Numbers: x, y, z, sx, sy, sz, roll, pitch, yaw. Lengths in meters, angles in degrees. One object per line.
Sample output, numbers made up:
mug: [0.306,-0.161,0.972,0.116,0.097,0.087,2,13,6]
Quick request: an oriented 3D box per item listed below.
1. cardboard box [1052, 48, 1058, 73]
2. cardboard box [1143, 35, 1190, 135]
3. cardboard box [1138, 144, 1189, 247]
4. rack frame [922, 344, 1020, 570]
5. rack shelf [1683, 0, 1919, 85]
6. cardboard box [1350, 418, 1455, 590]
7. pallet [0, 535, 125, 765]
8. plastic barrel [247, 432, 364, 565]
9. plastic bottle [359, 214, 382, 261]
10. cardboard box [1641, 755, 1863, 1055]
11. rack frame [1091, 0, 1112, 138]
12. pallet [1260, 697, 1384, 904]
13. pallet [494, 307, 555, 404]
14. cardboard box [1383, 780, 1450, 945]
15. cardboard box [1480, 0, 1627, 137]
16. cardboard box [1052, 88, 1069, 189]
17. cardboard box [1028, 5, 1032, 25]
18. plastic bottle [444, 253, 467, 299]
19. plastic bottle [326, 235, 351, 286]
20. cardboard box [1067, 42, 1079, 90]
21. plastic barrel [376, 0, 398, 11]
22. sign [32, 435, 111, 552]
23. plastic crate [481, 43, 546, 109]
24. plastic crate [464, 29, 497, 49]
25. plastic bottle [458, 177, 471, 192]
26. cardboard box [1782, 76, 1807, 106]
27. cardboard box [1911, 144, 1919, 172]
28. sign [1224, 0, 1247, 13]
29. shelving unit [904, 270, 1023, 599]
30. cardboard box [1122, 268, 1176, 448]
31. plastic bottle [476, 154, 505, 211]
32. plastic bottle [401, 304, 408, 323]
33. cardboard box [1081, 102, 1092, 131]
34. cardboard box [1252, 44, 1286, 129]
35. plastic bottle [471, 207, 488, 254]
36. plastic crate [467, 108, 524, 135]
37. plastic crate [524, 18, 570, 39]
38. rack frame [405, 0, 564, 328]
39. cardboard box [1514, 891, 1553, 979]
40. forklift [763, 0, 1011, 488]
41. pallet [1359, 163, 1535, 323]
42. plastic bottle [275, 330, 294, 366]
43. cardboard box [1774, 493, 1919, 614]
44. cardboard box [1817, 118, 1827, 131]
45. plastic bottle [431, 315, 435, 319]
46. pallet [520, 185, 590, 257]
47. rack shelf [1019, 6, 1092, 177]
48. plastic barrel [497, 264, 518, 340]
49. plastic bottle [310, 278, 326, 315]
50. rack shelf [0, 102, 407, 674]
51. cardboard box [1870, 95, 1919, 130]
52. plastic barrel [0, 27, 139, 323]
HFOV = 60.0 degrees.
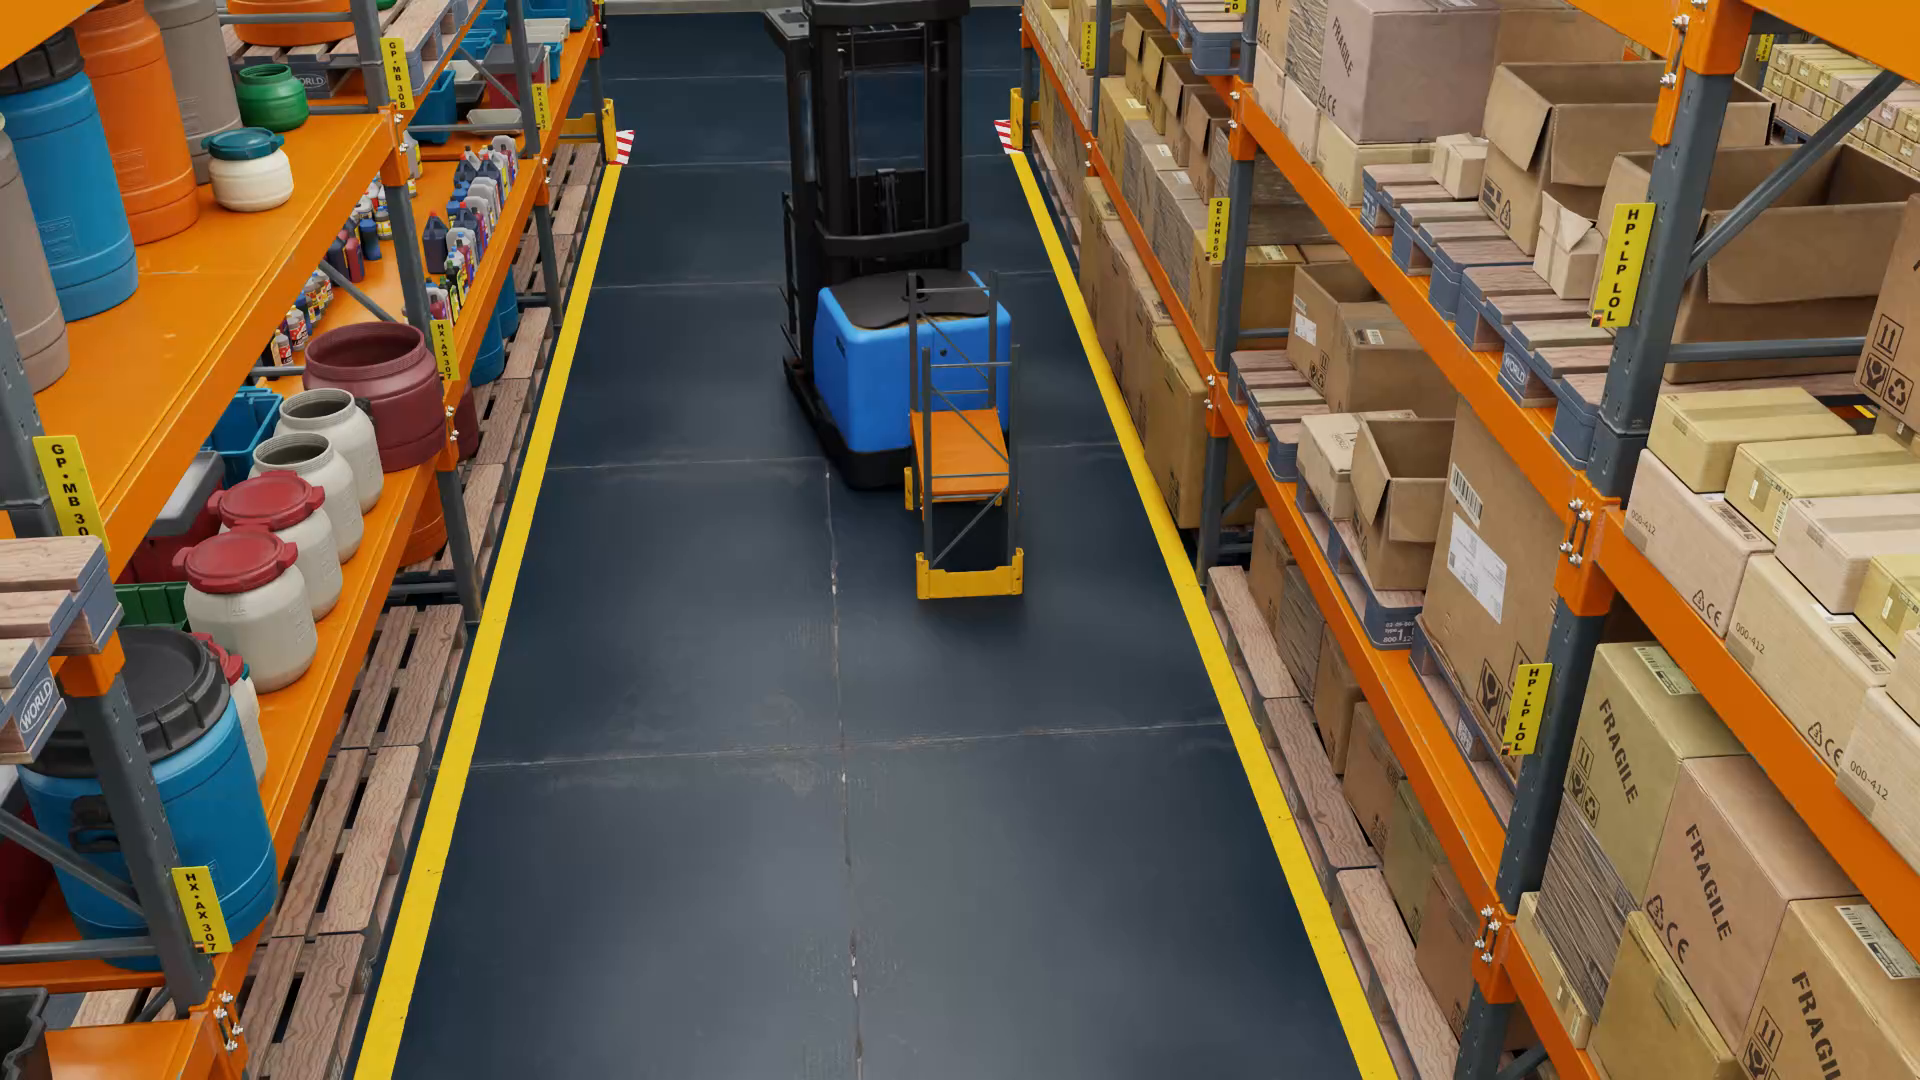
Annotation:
cardboard box: [0.963,-3.936,13.660,0.380,0.149,0.250,-2,31,-4]
cardboard box: [1.581,-2.915,10.629,0.797,0.503,0.637,-2,31,-4]
cardboard box: [1.402,-2.138,10.308,0.500,0.500,0.500,-2,31,-4]
rack frame: [0.055,-0.341,8.858,0.500,1.500,0.032,-3,31,-5]
rack shelf: [2.395,-0.278,2.144,1.077,0.370,4.000,-3,31,-5]
cardboard box: [1.954,-0.139,6.547,0.797,0.503,0.637,0,31,0]
pallet: [-2.559,0.361,3.480,1.213,0.211,1.003,-3,31,-5]
plastic barrel: [-2.749,-0.157,6.978,0.421,0.512,0.421,0,31,0]
plastic bottle: [-3.553,-1.827,10.009,0.097,0.271,0.097,0,31,0]
cardboard box: [2.045,0.864,4.016,0.500,0.500,0.500,-3,31,-5]
rack frame: [1.460,-3.118,12.045,1.000,3.000,0.127,-3,31,-5]
pallet: [2.017,1.142,7.633,1.003,0.211,1.213,-3,31,-5]
pallet: [-3.440,-1.288,11.700,1.003,0.211,1.213,-3,31,-5]
cardboard box: [2.146,1.292,6.671,0.700,0.500,0.500,-3,31,-5]
cardboard box: [2.218,-1.875,6.453,0.500,0.500,0.500,-2,31,-4]
cardboard box: [1.311,-3.641,14.583,0.875,0.875,0.875,-3,31,-5]
cardboard box: [0.817,-4.724,14.979,0.380,0.149,0.250,-3,31,-5]
plastic bottle: [-2.877,-1.502,9.466,0.097,0.271,0.097,0,31,0]
plastic bottle: [-3.640,-1.670,9.669,0.144,0.351,0.185,-3,31,-5]
cardboard box: [1.107,-3.658,12.806,0.500,0.250,0.500,-2,31,-3]
plastic barrel: [-2.967,-2.792,8.316,0.294,0.245,0.294,0,31,0]
sign: [-2.175,-0.109,4.073,0.100,0.325,0.005,-3,31,-5]
plastic crate: [-3.305,-3.402,12.399,0.402,0.464,0.583,-3,31,-5]
plastic crate: [-4.026,-4.063,13.732,0.416,0.233,0.300,-3,31,-5]
plastic bottle: [-3.153,-2.180,10.601,0.097,0.271,0.097,0,31,0]
cardboard box: [6.013,-3.149,11.642,0.380,0.149,0.250,-3,31,-6]
cardboard box: [6.160,-2.351,10.306,0.380,0.149,0.250,-2,31,-3]
sign: [1.281,-2.597,7.666,0.100,0.325,0.005,-3,31,-5]
shelving unit: [0.007,-0.605,9.300,0.587,1.500,1.083,-3,31,-5]
cardboard box: [1.715,-1.153,10.417,1.225,0.875,0.875,-3,31,-4]
plastic bottle: [-3.042,-2.312,10.743,0.144,0.351,0.185,-3,31,-5]
plastic bottle: [-2.981,-1.210,9.045,0.097,0.201,0.097,0,31,0]
cardboard box: [1.106,-3.150,12.344,0.380,0.149,0.250,-3,31,-4]
cardboard box: [1.625,-2.047,7.473,0.500,0.250,0.500,-2,31,-4]
plastic bottle: [-2.930,-1.898,10.116,0.061,0.283,0.133,-3,31,-5]
plastic crate: [-3.372,-3.038,12.109,0.396,0.136,0.243,-3,31,-5]
plastic crate: [-3.588,-4.428,14.437,0.396,0.136,0.243,-3,31,-5]
rack frame: [-3.471,-2.881,11.648,1.000,3.000,0.127,-3,31,-5]
cardboard box: [1.929,1.198,5.064,0.380,0.149,0.250,-3,31,-5]
forklift: [-0.596,-2.321,10.777,1.130,2.935,3.031,-9,32,-15]
pallet: [2.156,-1.090,5.908,1.213,0.211,1.003,-3,31,-5]
plastic bottle: [-3.552,-0.999,8.691,0.097,0.201,0.097,0,31,0]
cardboard box: [2.028,0.025,3.615,0.380,0.149,0.250,-3,31,-4]
cardboard box: [6.061,-2.756,11.275,0.380,0.149,0.250,-2,31,-4]
plastic bottle: [-2.808,-1.100,8.860,0.097,0.201,0.097,0,31,0]
pallet: [-3.695,-2.682,14.033,1.003,0.211,1.213,-3,31,-5]
rack shelf: [1.274,-3.830,13.939,1.077,0.370,4.000,-3,31,-5]
plastic barrel: [-3.437,-1.882,11.612,0.600,0.901,0.708,-3,31,-5]
plastic bottle: [-3.619,-1.365,9.305,0.097,0.201,0.097,0,31,0]
rack shelf: [-2.910,-0.796,5.935,1.077,0.370,4.000,-3,31,-5]
cardboard box: [6.109,-2.749,10.682,0.380,0.149,0.250,-2,31,-3]
plastic barrel: [-3.109,-1.216,5.447,0.600,0.901,0.708,-3,31,-5]
